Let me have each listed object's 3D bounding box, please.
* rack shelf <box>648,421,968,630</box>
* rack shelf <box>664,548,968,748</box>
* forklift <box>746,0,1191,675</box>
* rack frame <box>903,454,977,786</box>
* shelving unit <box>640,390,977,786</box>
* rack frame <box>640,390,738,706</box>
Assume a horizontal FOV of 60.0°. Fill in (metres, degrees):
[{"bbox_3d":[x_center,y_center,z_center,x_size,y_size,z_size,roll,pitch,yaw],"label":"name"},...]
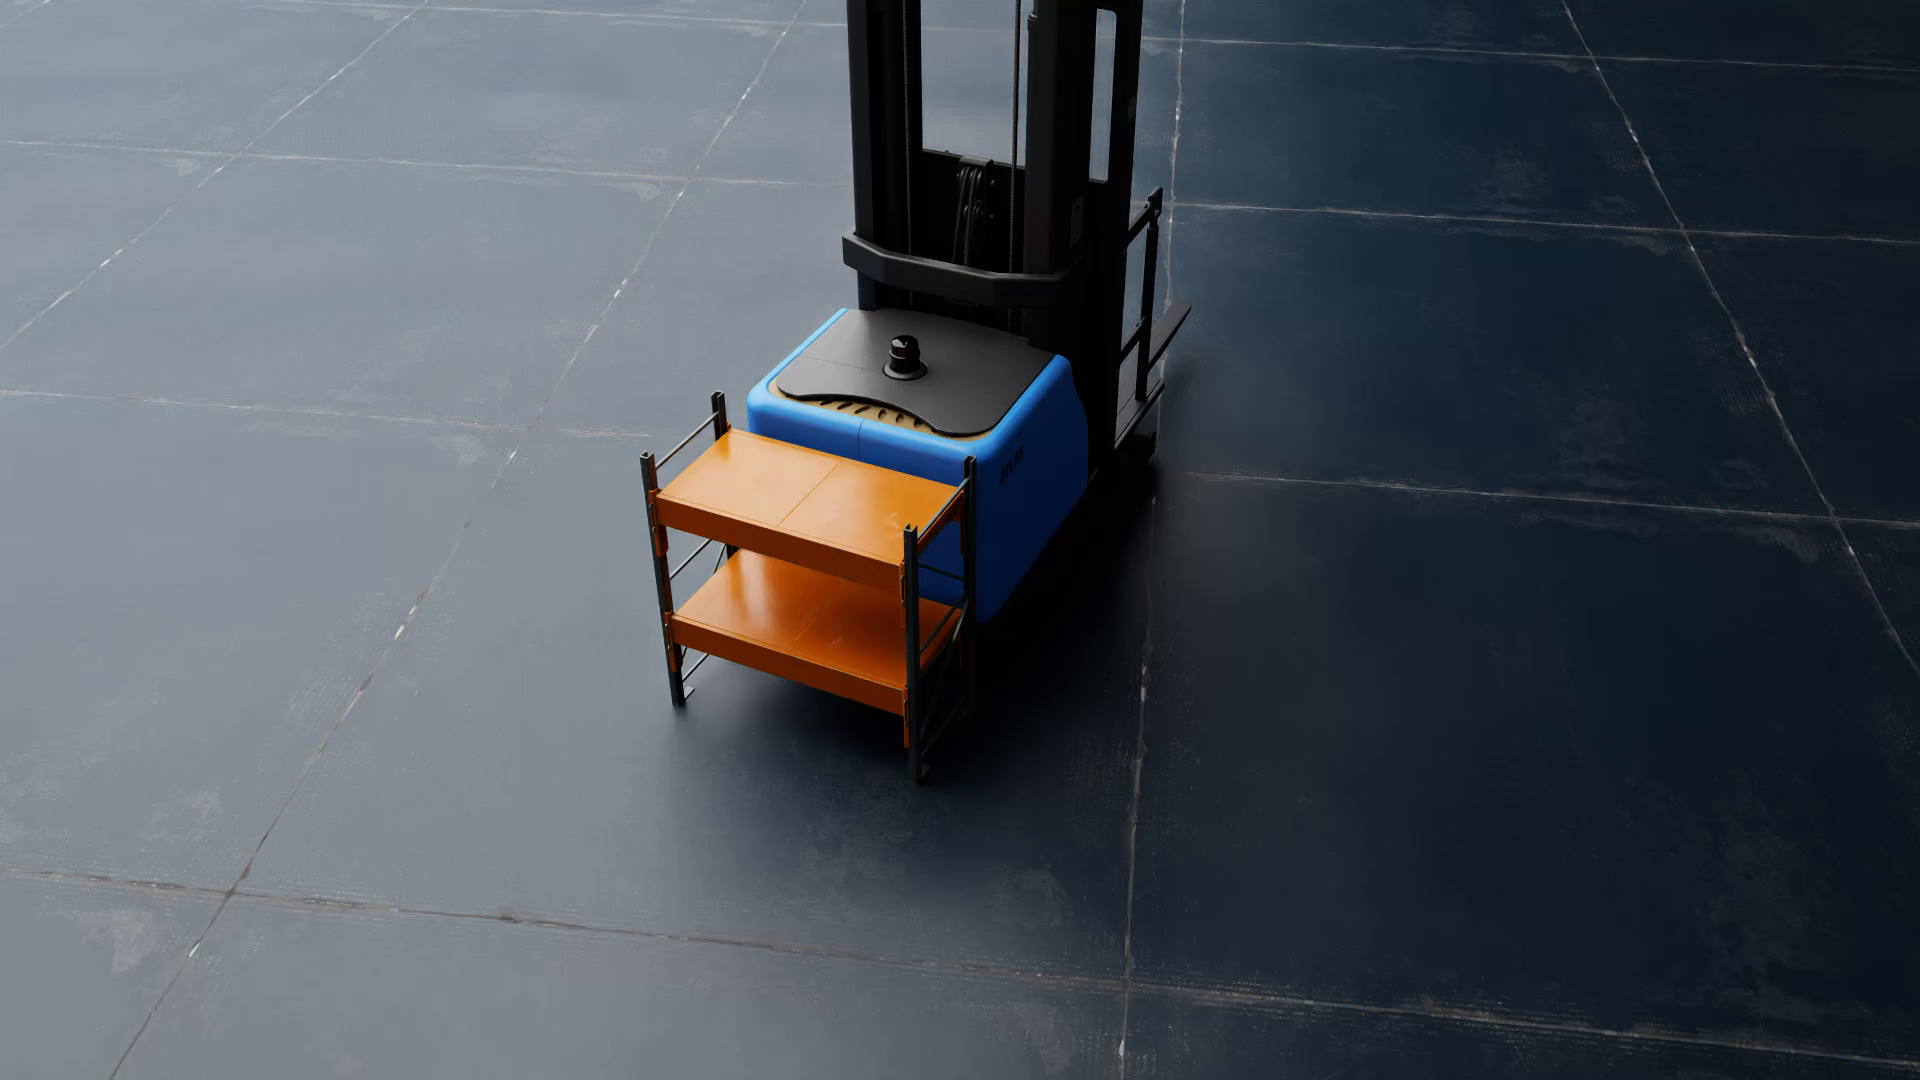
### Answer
[{"bbox_3d":[-0.522,-0.068,5.873,1.000,0.278,0.538,15,38,20],"label":"rack shelf"},{"bbox_3d":[-0.522,0.369,6.185,1.000,0.278,0.538,15,38,20],"label":"rack shelf"},{"bbox_3d":[0.259,-1.522,6.859,1.130,2.935,3.031,15,38,20],"label":"forklift"},{"bbox_3d":[-0.063,0.297,5.866,0.032,1.125,0.500,15,38,20],"label":"rack frame"},{"bbox_3d":[-0.522,0.170,6.043,1.048,1.125,0.538,15,38,20],"label":"shelving unit"},{"bbox_3d":[-0.982,0.044,6.220,0.032,1.125,0.500,15,38,20],"label":"rack frame"}]
